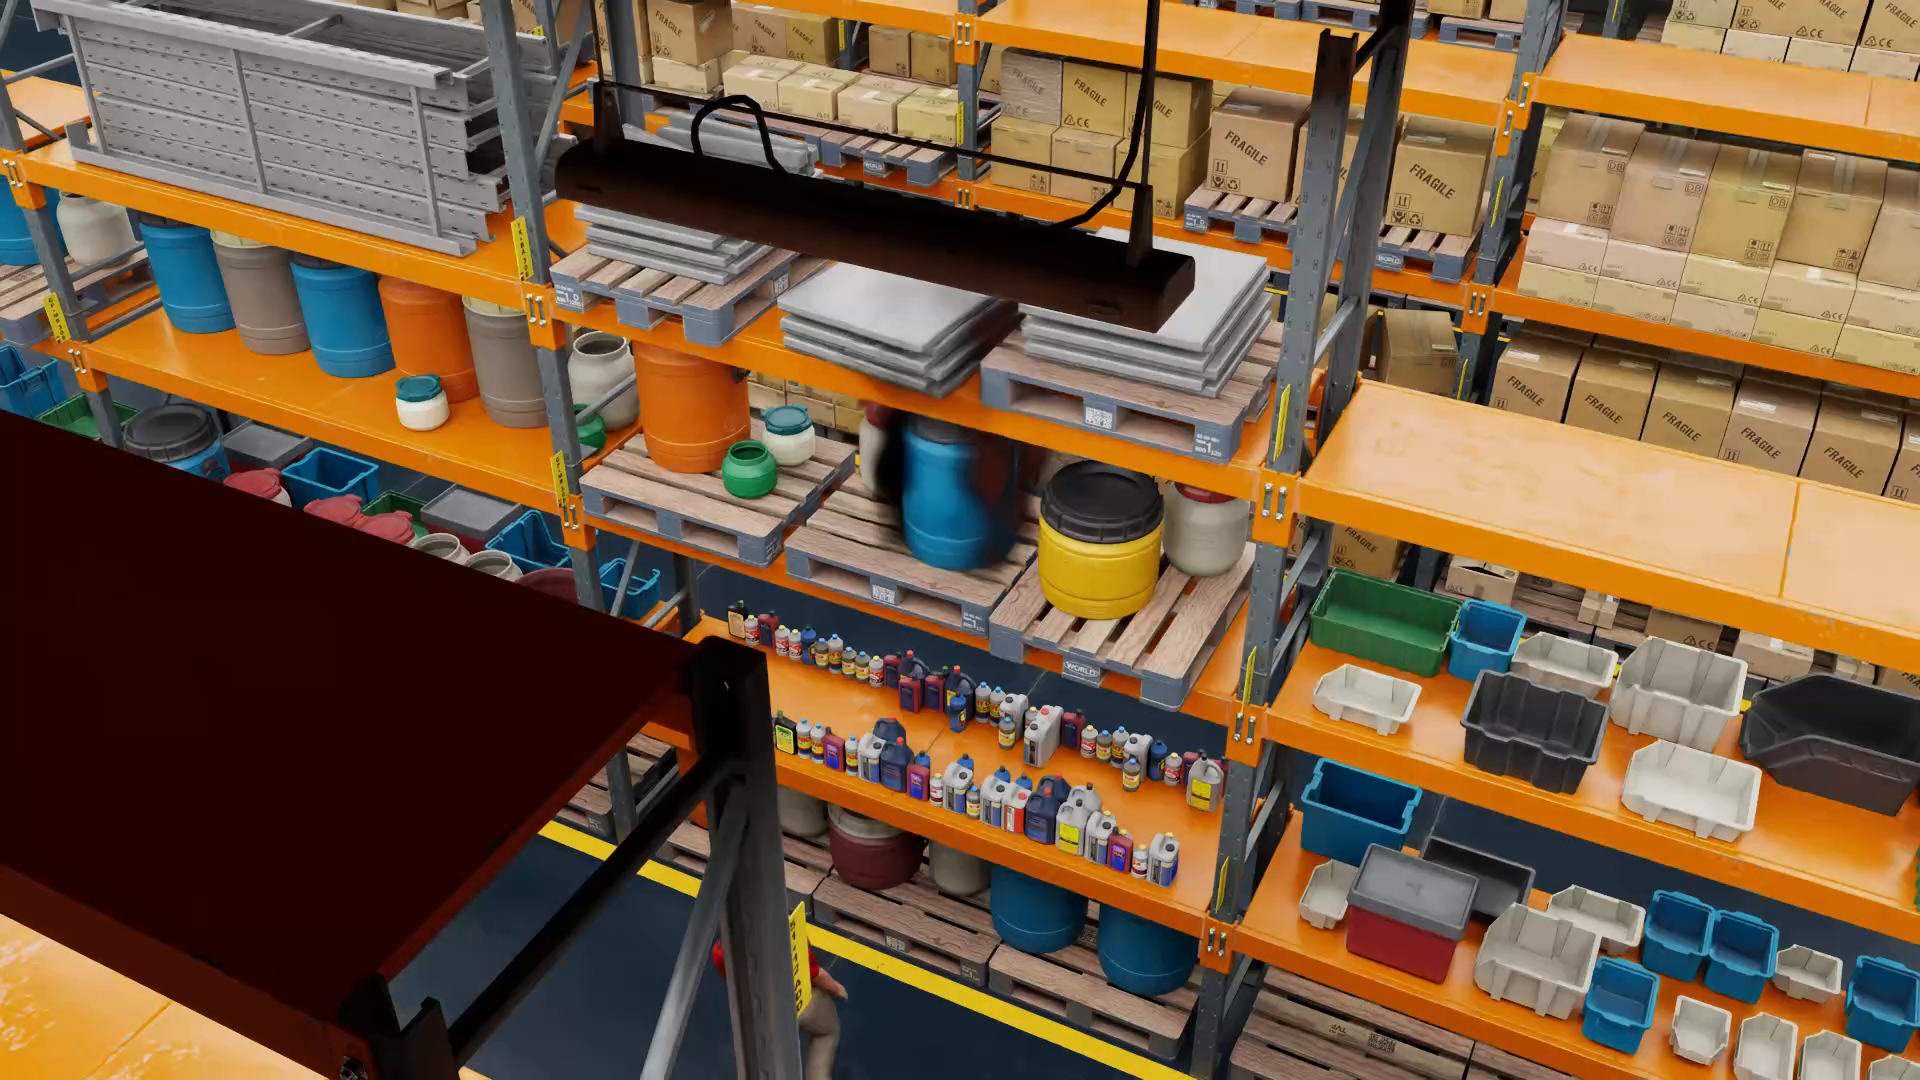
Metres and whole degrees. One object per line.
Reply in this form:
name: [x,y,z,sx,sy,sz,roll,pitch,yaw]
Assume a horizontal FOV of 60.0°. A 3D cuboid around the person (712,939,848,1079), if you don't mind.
person: [-0.939,2.464,8.891,0.680,1.711,0.475,1,35,1]
